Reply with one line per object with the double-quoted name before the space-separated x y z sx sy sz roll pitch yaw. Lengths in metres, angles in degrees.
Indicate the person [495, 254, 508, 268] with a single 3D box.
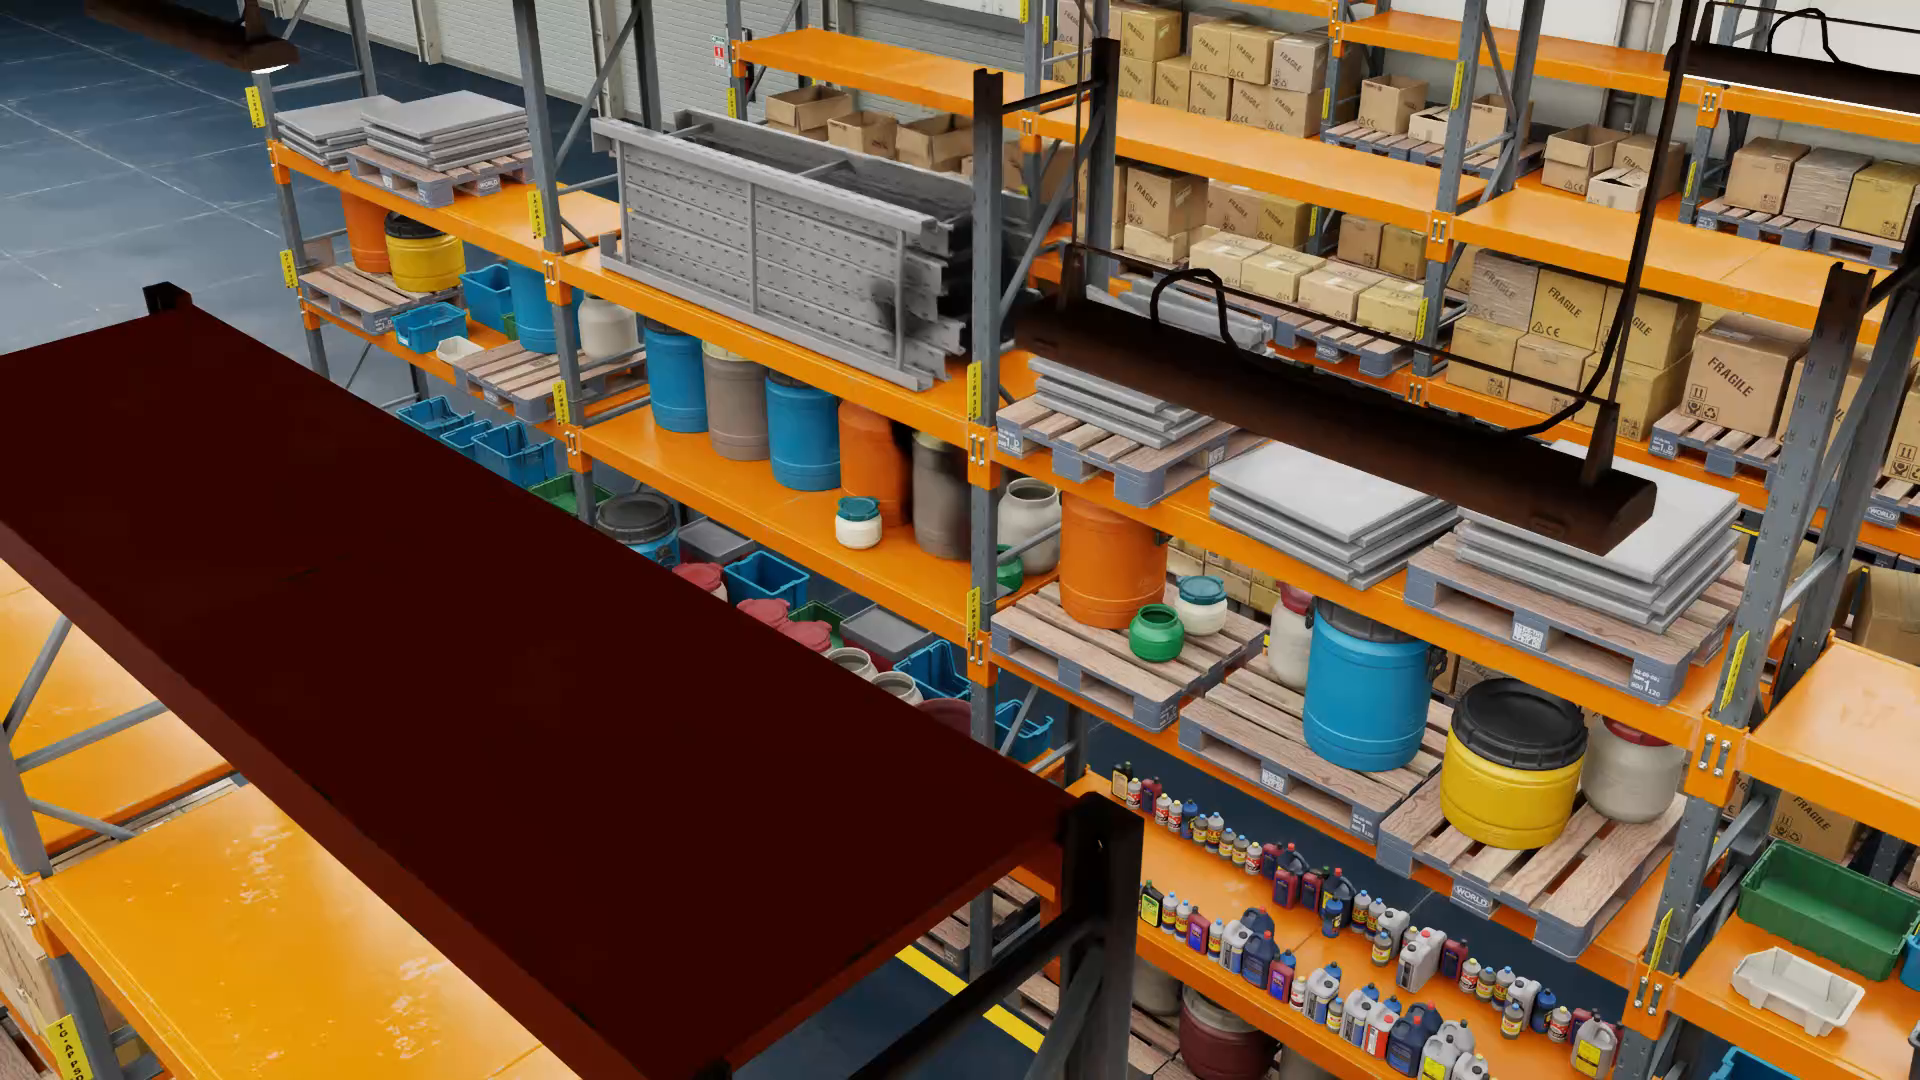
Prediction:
"person" -5.141 -2.581 19.096 0.615 1.692 0.692 -7 30 -13
